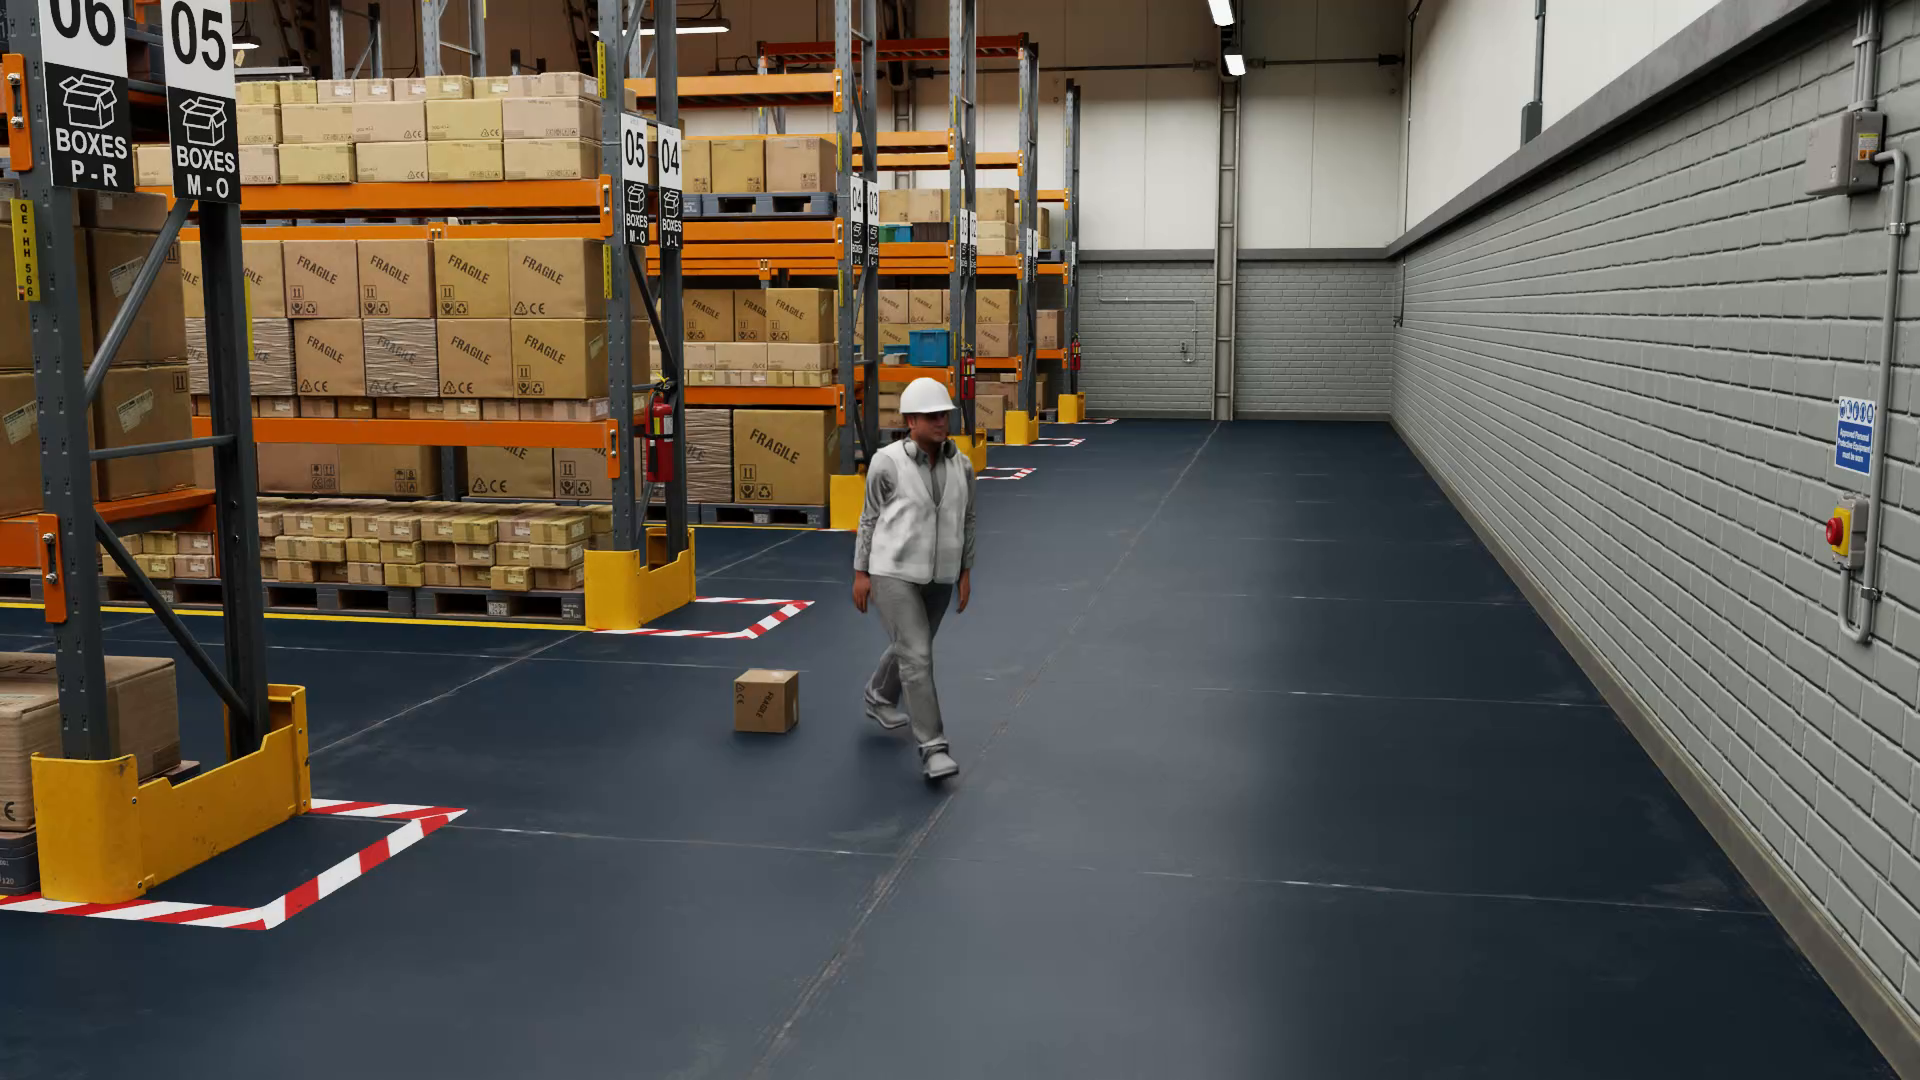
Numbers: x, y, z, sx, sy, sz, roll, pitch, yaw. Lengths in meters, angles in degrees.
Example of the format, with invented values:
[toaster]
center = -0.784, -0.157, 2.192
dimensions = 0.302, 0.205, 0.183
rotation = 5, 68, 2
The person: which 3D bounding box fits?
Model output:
[person]
center = -0.180, 0.133, 7.396
dimensions = 0.544, 1.712, 1.109
rotation = -5, 9, -33
